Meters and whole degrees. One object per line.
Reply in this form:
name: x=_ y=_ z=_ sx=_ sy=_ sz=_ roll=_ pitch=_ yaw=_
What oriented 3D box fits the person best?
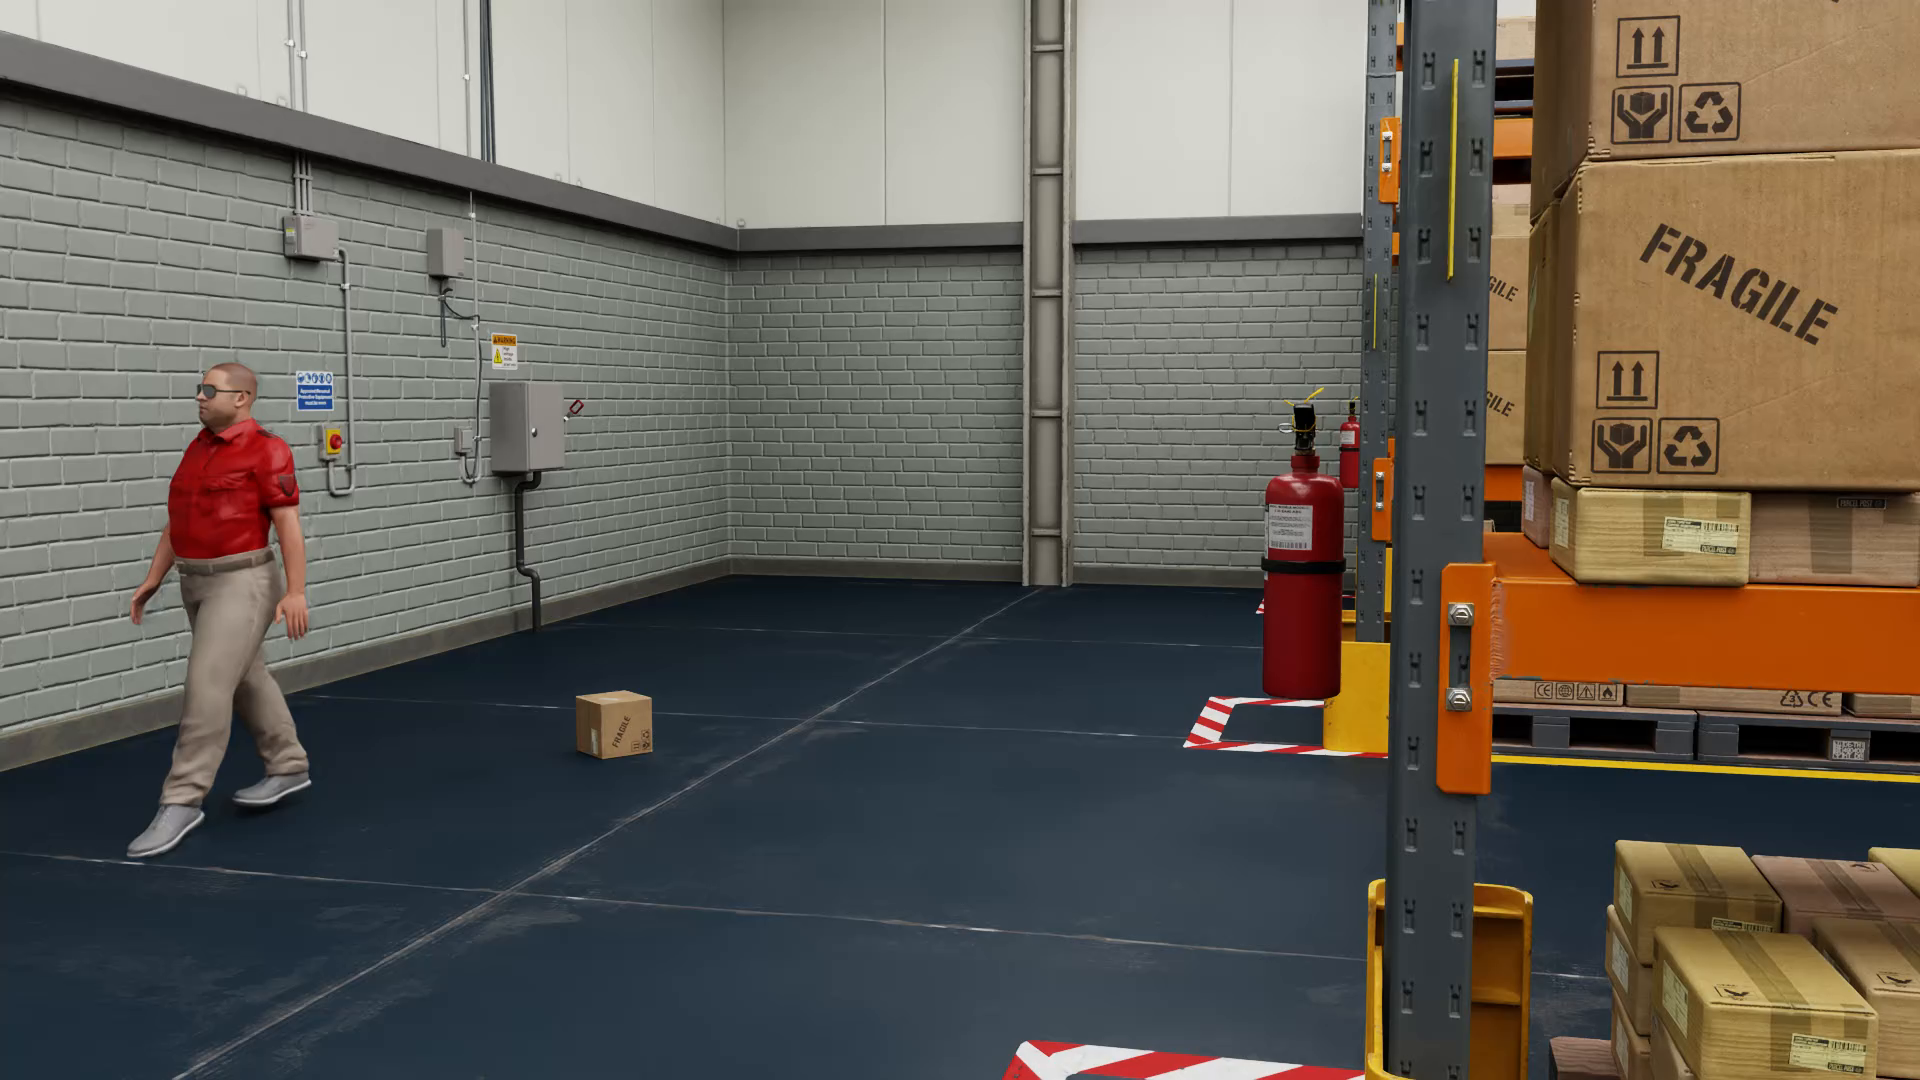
person: x=-2.790 y=0.211 z=6.153 sx=0.578 sy=1.730 sz=0.861 roll=3 pitch=6 yaw=34
